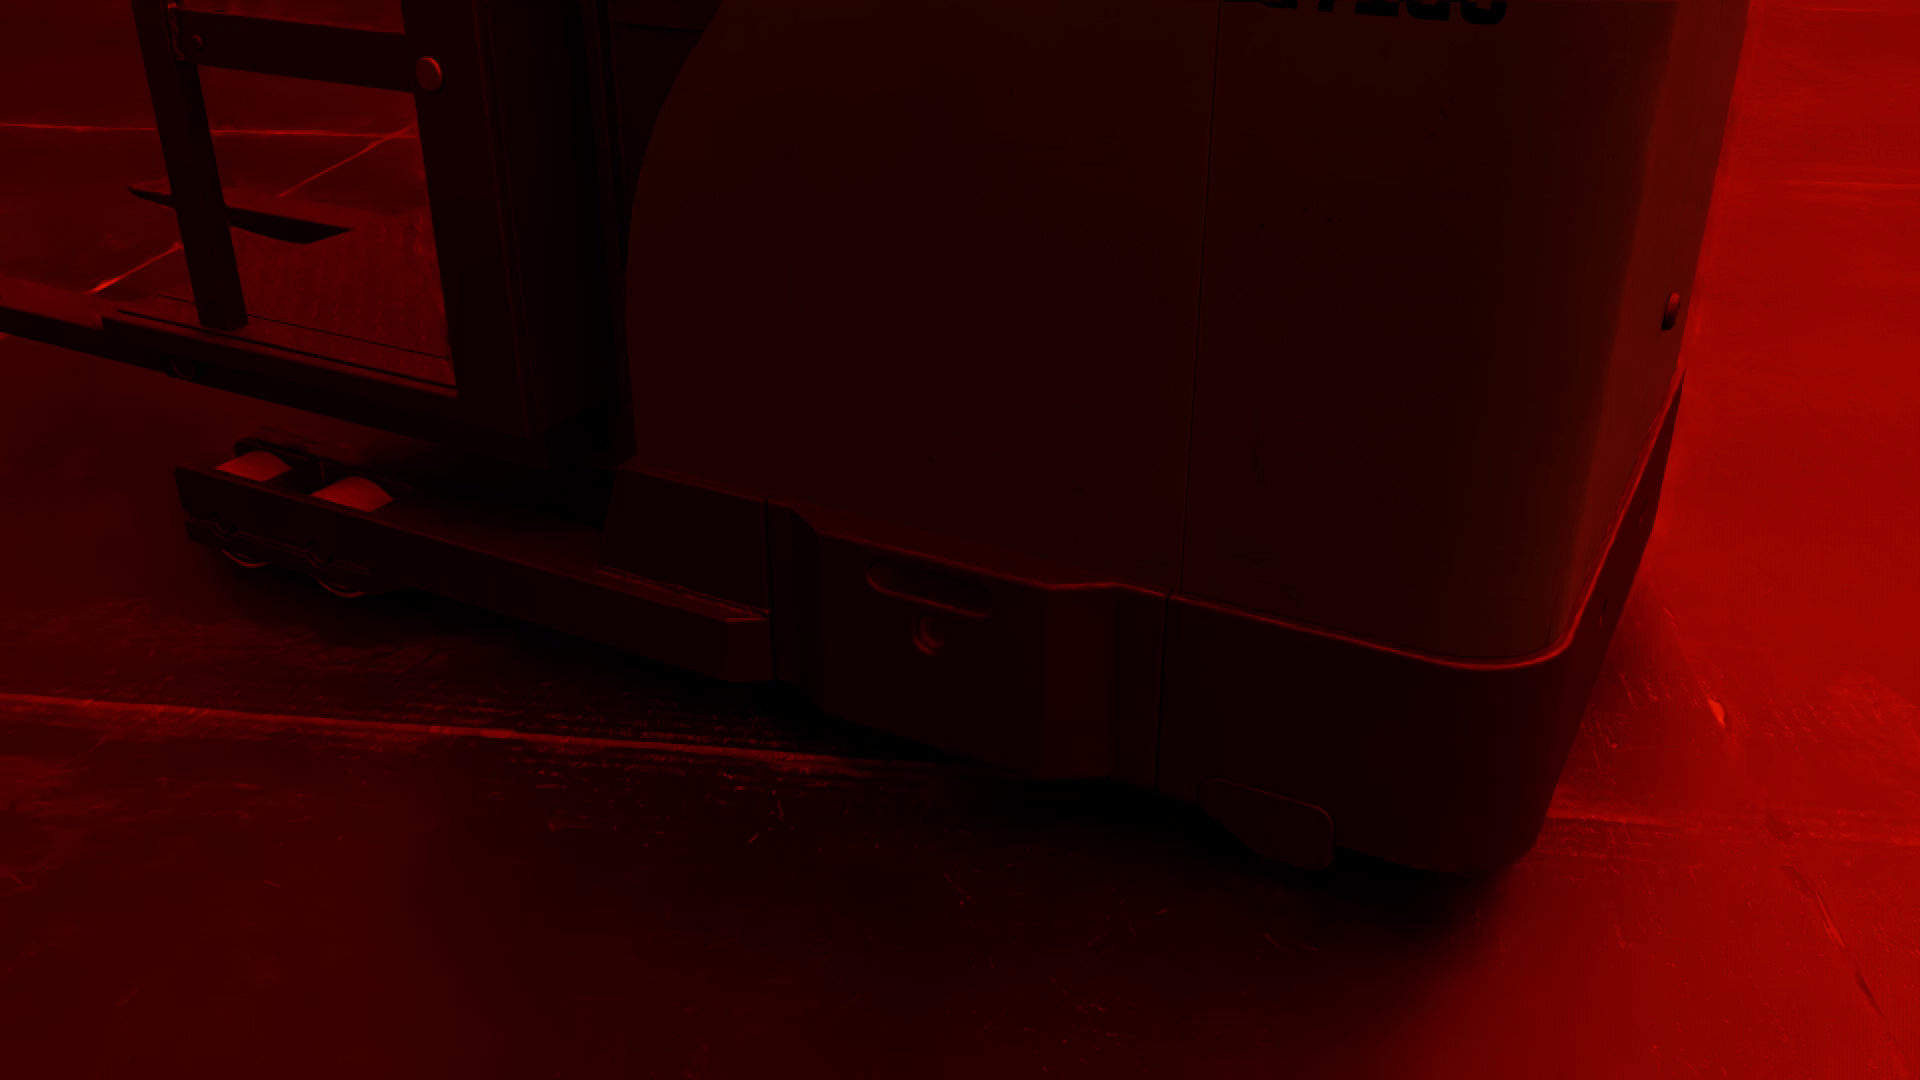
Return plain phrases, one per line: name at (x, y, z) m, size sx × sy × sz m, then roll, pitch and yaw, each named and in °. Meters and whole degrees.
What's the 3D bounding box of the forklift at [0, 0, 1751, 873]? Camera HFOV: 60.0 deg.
forklift at (-0.542, -1.422, 2.067) m, size 3.031 × 2.935 × 1.130 m, roll 14°, pitch 30°, yaw 25°
